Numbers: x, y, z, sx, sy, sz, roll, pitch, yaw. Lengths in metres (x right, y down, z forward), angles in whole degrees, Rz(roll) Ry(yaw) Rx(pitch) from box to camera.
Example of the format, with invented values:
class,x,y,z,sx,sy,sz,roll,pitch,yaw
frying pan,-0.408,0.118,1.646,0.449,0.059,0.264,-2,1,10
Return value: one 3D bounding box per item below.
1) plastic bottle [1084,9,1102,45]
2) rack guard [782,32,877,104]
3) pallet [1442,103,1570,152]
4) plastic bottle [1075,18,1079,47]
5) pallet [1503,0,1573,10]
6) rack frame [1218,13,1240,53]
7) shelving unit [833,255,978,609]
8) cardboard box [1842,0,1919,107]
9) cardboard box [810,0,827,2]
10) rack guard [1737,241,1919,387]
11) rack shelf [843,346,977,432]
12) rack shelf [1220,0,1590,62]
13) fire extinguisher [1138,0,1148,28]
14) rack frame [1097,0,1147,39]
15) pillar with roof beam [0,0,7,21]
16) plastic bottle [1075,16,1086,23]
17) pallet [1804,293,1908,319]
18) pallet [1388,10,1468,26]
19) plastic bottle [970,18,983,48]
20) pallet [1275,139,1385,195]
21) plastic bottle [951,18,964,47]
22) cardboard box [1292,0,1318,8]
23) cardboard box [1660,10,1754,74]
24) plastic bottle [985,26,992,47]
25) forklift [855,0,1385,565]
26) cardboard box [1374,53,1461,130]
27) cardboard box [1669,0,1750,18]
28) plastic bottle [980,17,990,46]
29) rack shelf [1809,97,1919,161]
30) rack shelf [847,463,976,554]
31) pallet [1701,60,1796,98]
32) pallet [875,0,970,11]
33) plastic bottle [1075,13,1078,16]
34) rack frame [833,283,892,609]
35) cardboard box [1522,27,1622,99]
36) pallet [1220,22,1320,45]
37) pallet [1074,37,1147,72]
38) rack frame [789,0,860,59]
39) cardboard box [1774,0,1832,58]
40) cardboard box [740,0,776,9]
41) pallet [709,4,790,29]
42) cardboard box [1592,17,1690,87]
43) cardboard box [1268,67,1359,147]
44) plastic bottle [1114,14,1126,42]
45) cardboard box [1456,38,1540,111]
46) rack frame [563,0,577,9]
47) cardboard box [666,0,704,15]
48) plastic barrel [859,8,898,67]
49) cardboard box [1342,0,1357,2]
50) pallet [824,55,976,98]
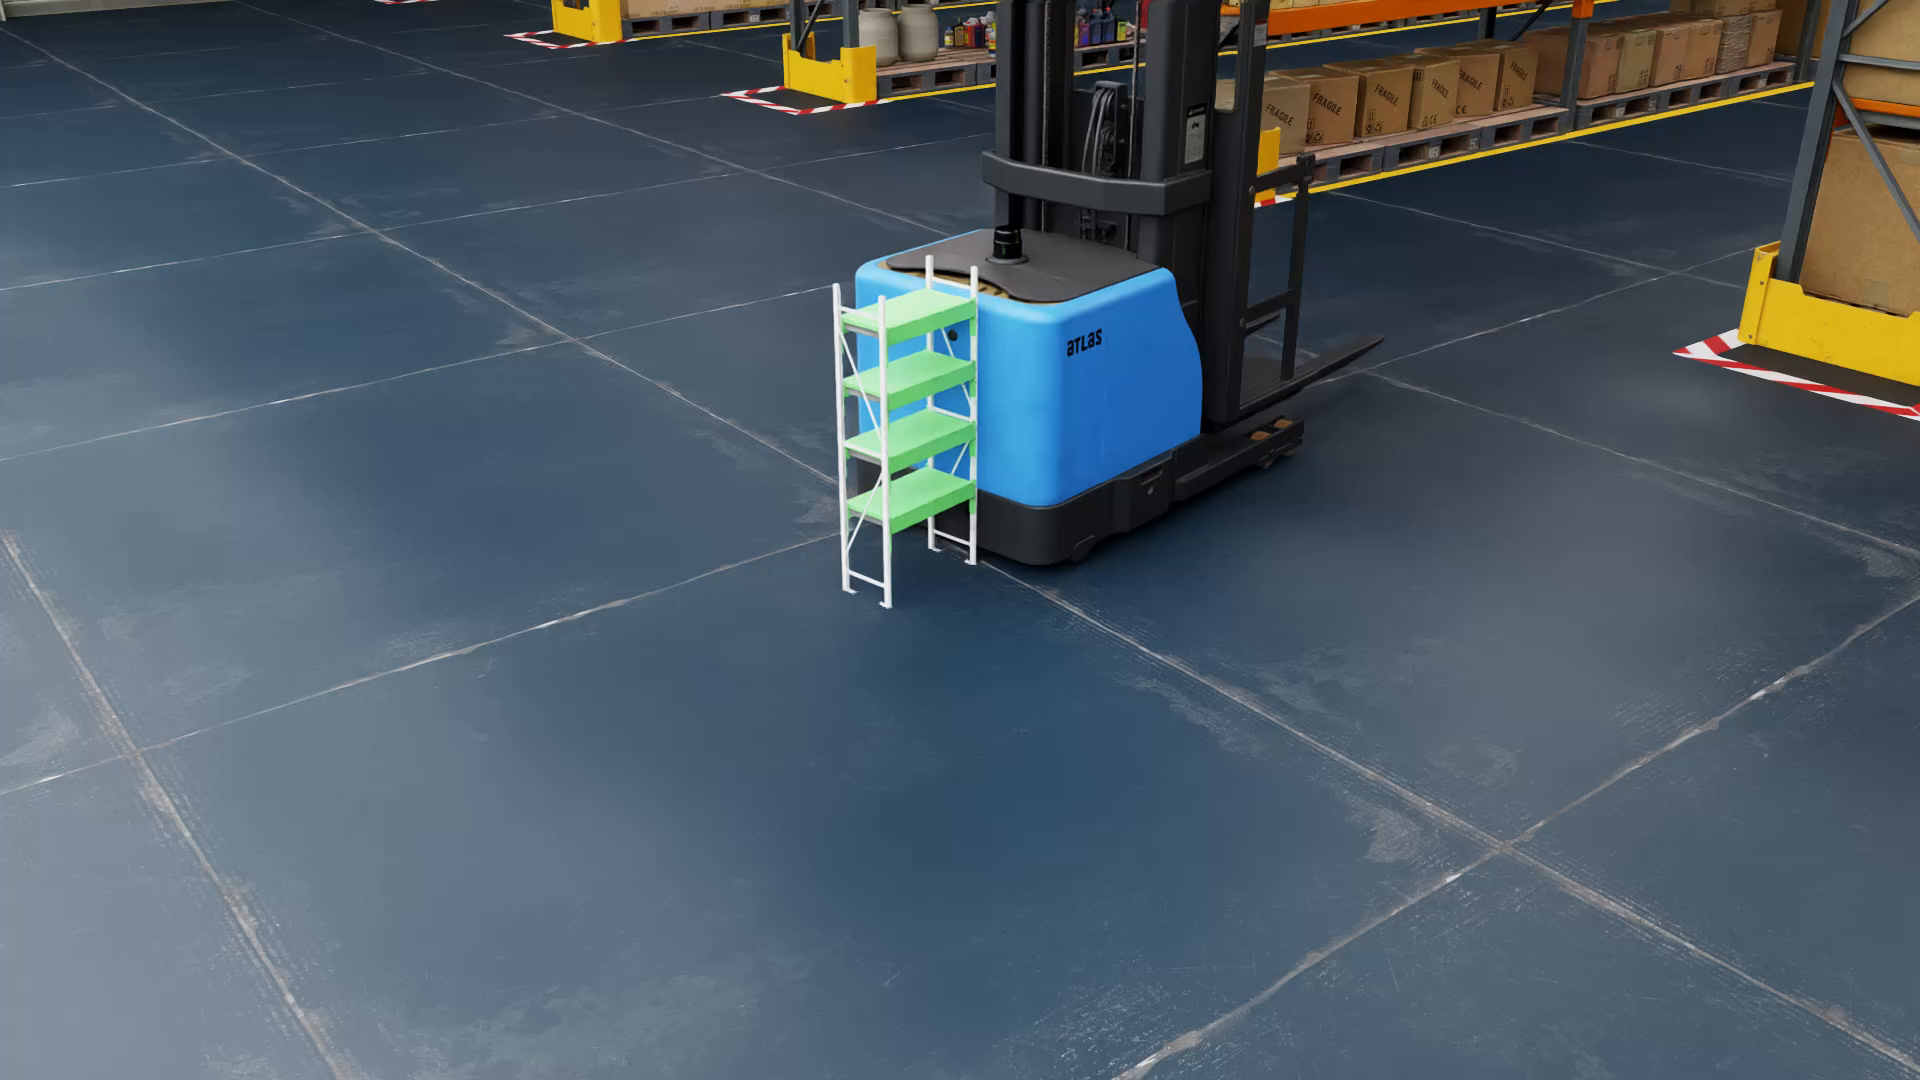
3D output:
class,x,y,z,sx,sy,sz,roll,pitch,yaw
plastic bottle,1.383,-5.354,17.347,0.185,0.351,0.144,-20,32,-37
rack guard,-1.254,-4.531,15.919,0.348,0.500,1.175,-18,31,-34
pallet,4.413,-3.577,14.206,1.213,0.211,1.003,-18,31,-34
plastic bottle,1.129,-5.270,17.166,0.185,0.351,0.144,-18,31,-34
pallet,7.526,-7.295,22.218,1.213,0.211,1.003,-18,31,-34
rack frame,1.772,-3.989,11.781,0.127,3.000,1.000,-18,31,-34
shelving unit,-0.191,-0.400,6.188,0.258,1.200,0.503,20,32,36
cardboard box,5.017,-2.499,8.392,0.550,0.550,0.875,-18,31,-34
cardboard box,-1.820,-6.934,20.895,0.500,0.250,0.500,-18,31,-34
rack guard,4.734,-1.179,8.697,0.348,0.500,1.175,-18,31,-34
rack shelf,-0.191,-0.560,6.114,0.258,0.148,0.480,20,32,36
rack shelf,3.346,-4.182,13.052,4.000,0.370,1.077,-18,31,-34
fire extinguisher,1.397,-4.076,12.062,0.183,0.674,0.296,-18,31,-34
rack frame,1.863,-6.668,17.555,0.127,3.000,1.000,-18,31,-34
pillar with roof beam,-9.446,-9.116,15.703,0.400,9.000,9.100,-18,31,-34
plastic bottle,1.272,-5.362,17.454,0.135,0.276,0.152,-18,31,-34
pallet,5.334,-1.288,9.274,1.213,0.211,1.003,-18,31,-34
pallet,5.605,-6.661,20.852,1.213,0.211,1.003,-18,31,-34
plastic bottle,0.172,-5.240,17.182,0.133,0.283,0.061,-18,31,-34
pallet,2.493,-2.943,12.840,1.213,0.211,1.003,-18,31,-34
plastic bottle,-0.029,-5.255,17.215,0.133,0.283,0.061,-17,30,-33
cardboard box,2.352,-3.928,11.949,0.250,0.149,0.380,-18,31,-34
cardboard box,7.124,-4.803,15.983,0.500,0.500,0.700,-21,32,-38
plastic bottle,0.306,-5.238,17.274,0.097,0.201,0.097,0,25,0
forklift,0.916,-1.774,7.090,1.130,2.935,3.031,20,32,36
cardboard box,3.694,-3.655,13.533,0.500,0.500,0.500,-22,33,-38
cardboard box,7.147,-5.147,15.834,0.500,0.250,0.500,-14,29,-28
plastic bottle,0.215,-5.308,17.337,0.135,0.276,0.152,-19,31,-35
rack shelf,6.327,-2.512,9.455,4.000,0.370,1.077,-18,31,-34
rack shelf,-0.191,-0.125,6.316,0.258,0.148,0.480,20,32,36
pallet,7.451,-4.599,16.409,1.213,0.211,1.003,-18,31,-34
pallet,-0.635,-7.250,22.120,1.213,0.211,1.003,-18,31,-34
plastic bottle,1.262,-5.635,18.129,0.097,0.201,0.097,0,25,0
rack frame,-0.350,-0.323,6.021,0.240,1.200,0.015,20,32,36
cardboard box,5.416,-4.246,14.782,0.500,0.500,0.700,-21,32,-38
pallet,3.418,-5.939,19.296,1.213,0.211,1.003,-18,31,-34
pallet,1.309,-5.243,17.796,1.213,0.211,1.003,-18,31,-34
rack frame,-1.285,-5.629,15.316,0.127,3.000,1.000,-18,31,-34
cardboard box,8.623,-5.466,16.989,0.875,0.875,1.225,-20,32,-36
cardboard box,-2.597,-6.669,20.324,0.500,0.250,0.500,-18,31,-34
pallet,-2.803,-6.534,20.578,1.213,0.211,1.003,-18,31,-34
cardboard box,6.243,-4.509,15.349,0.500,0.500,0.700,-21,32,-38
cardboard box,2.723,-3.368,12.915,0.500,0.500,0.500,-10,27,-21
plastic bottle,1.688,-5.402,17.530,0.133,0.283,0.061,-17,30,-32
cardboard box,4.580,-3.994,14.262,0.500,0.500,0.500,-19,31,-36
rack frame,-4.338,-7.271,18.854,0.127,3.000,1.000,-18,31,-34
cardboard box,-3.388,-6.411,19.768,0.500,0.250,0.500,-18,31,-34
plastic barrel,-0.814,-4.888,16.174,0.421,0.512,0.421,0,25,0
cardboard box,2.742,-4.060,12.233,0.250,0.149,0.380,-18,31,-34
pallet,-0.611,-4.609,16.430,1.213,0.211,1.003,-18,31,-34
